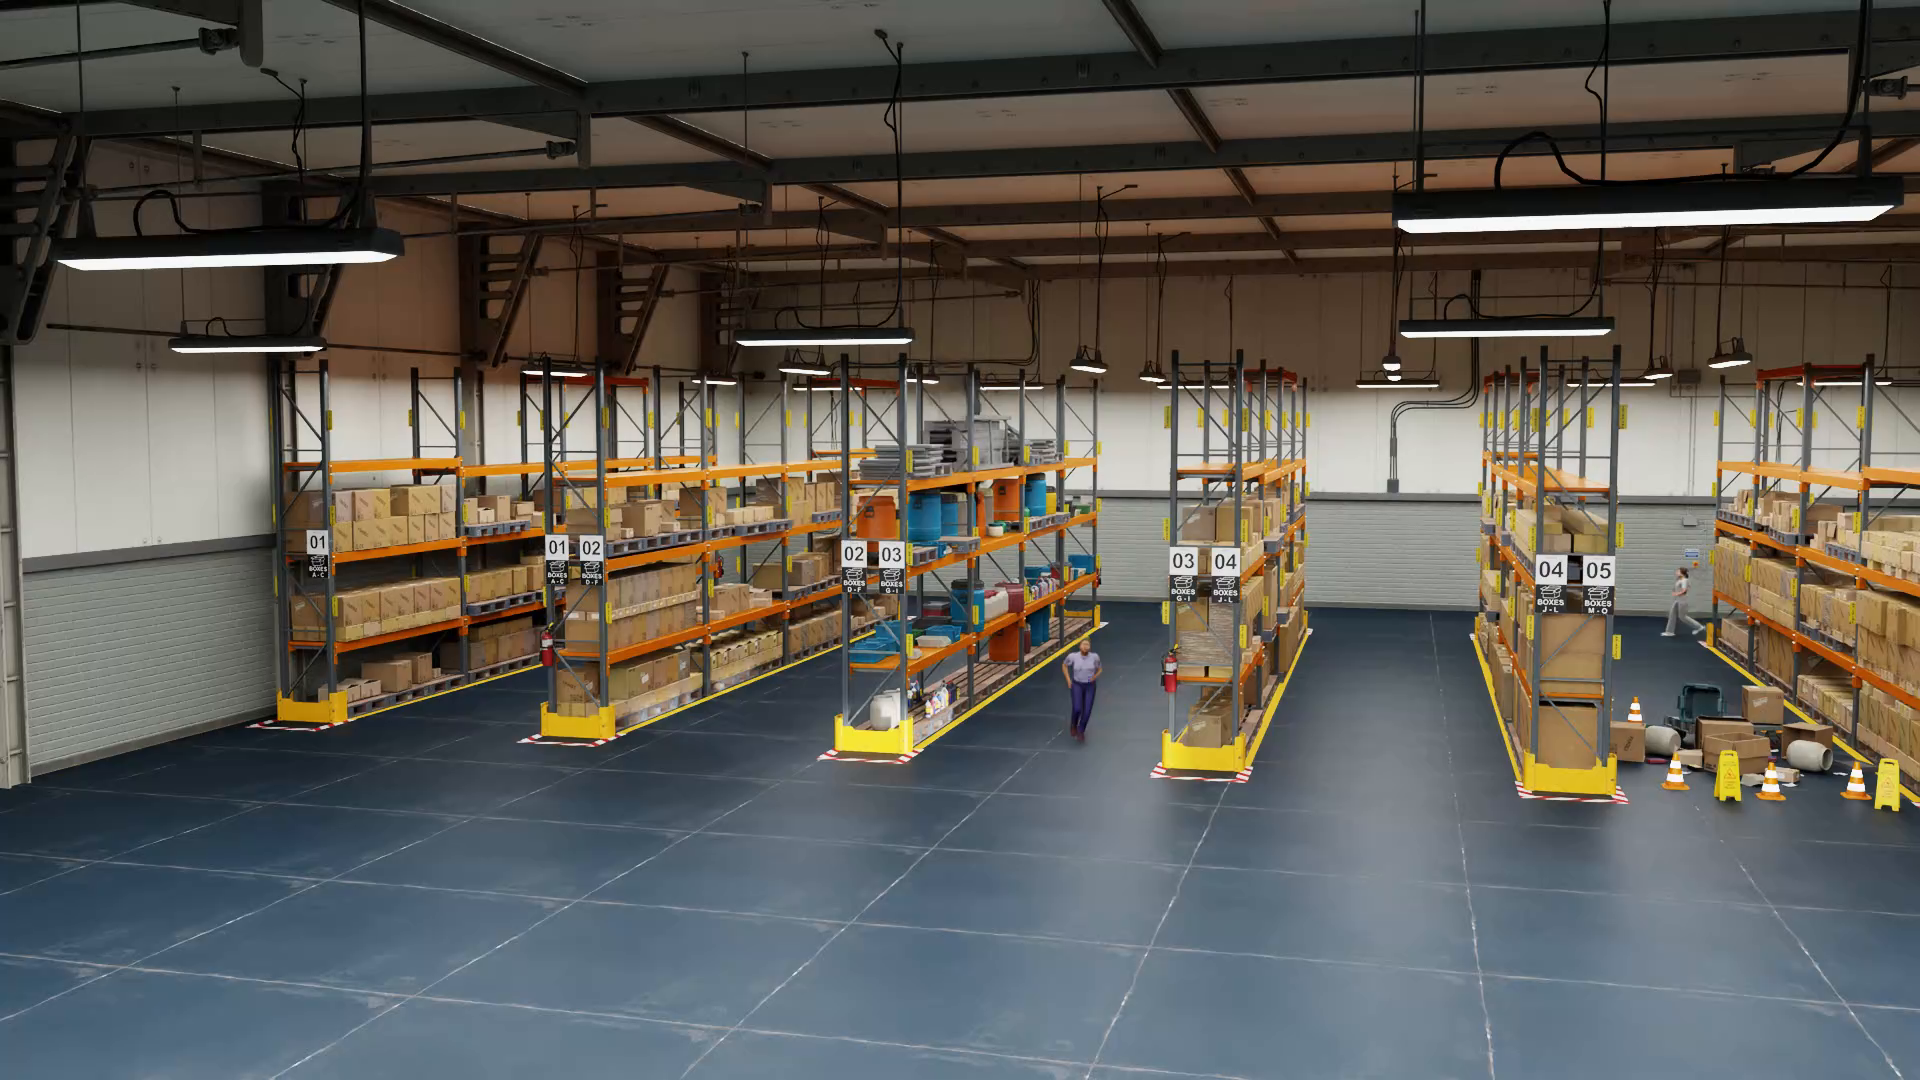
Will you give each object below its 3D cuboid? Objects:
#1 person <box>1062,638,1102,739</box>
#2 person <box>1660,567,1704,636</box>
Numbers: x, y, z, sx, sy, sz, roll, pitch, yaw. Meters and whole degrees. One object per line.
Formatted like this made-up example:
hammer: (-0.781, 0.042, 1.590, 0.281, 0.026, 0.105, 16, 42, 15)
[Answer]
person: (1.930, 2.335, 25.977, 0.604, 1.596, 0.587, 0, 4, -6)
person: (16.625, 1.431, 38.222, 0.921, 1.634, 0.596, 1, 4, 19)
